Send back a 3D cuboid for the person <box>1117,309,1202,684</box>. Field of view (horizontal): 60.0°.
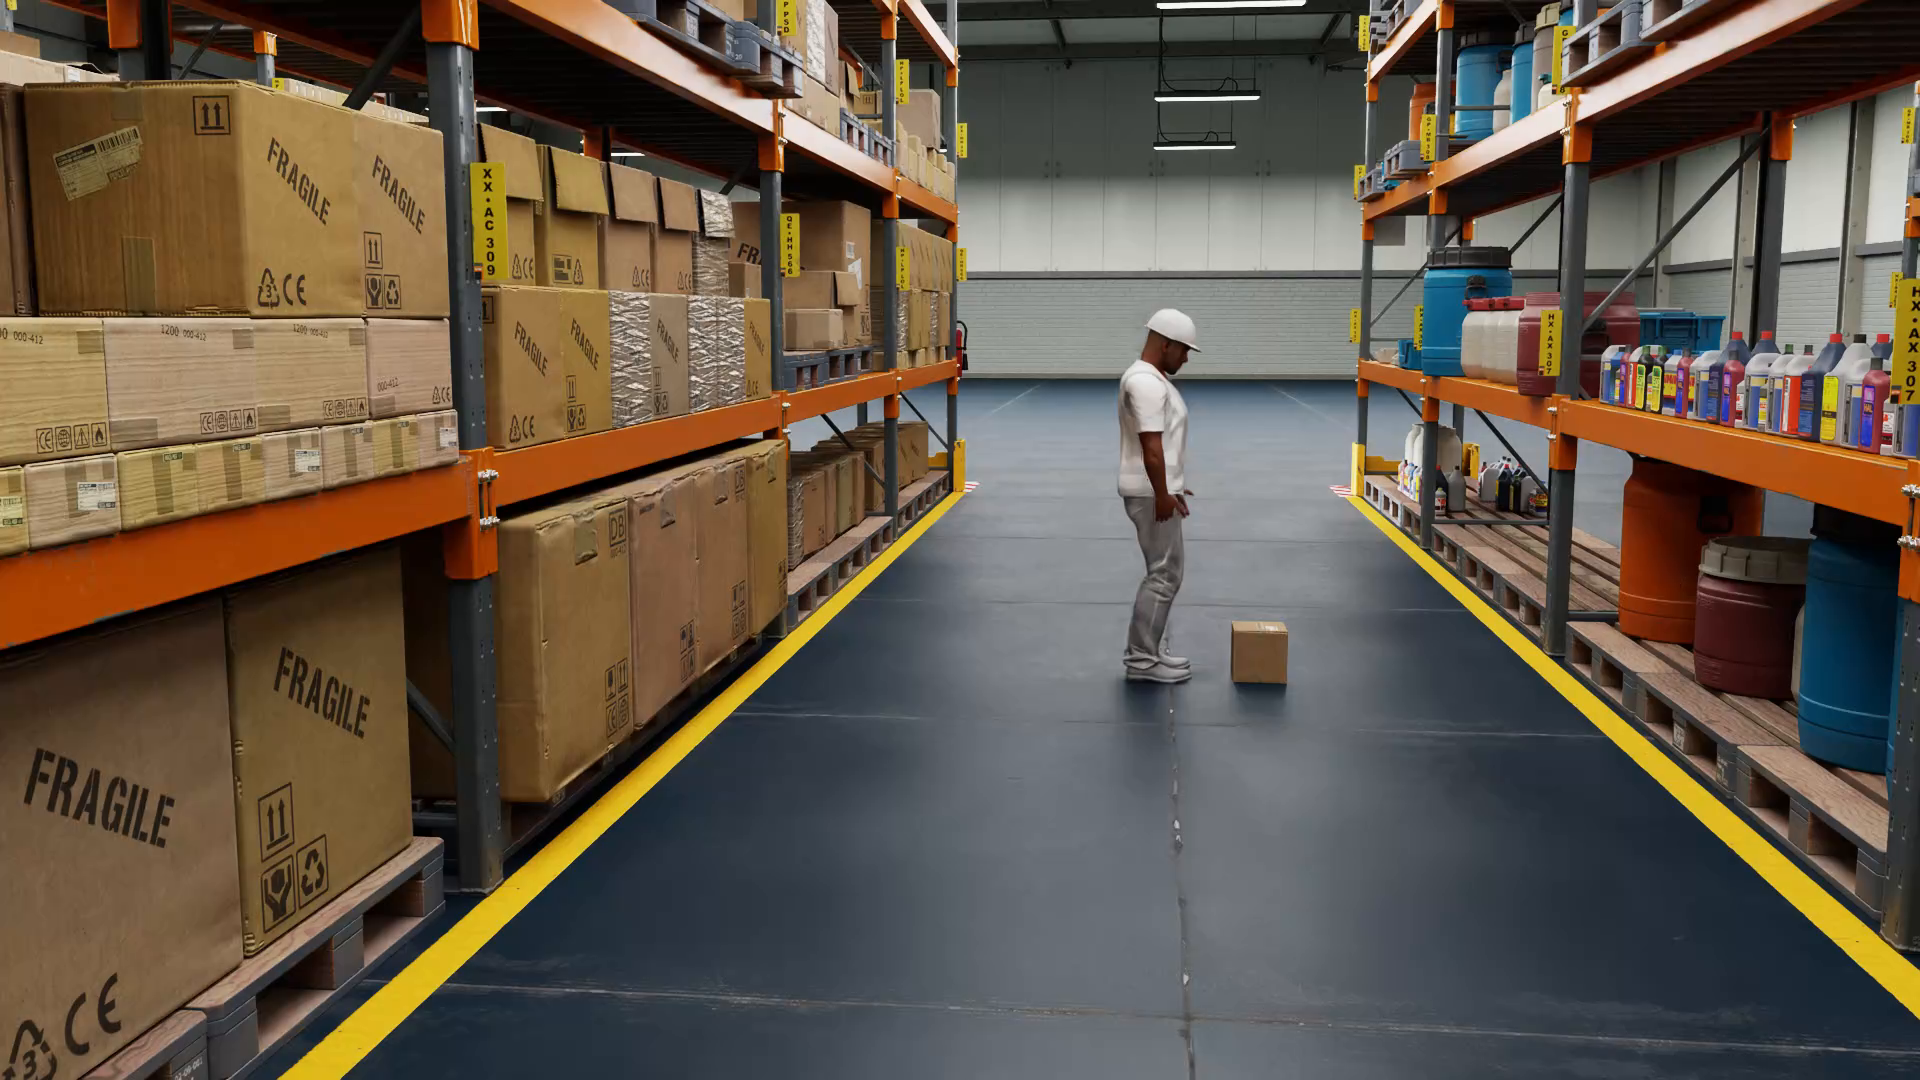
[{"bbox_3d":[0.943,-0.218,7.917,0.390,1.748,0.575,1,8,7],"label":"person"}]
